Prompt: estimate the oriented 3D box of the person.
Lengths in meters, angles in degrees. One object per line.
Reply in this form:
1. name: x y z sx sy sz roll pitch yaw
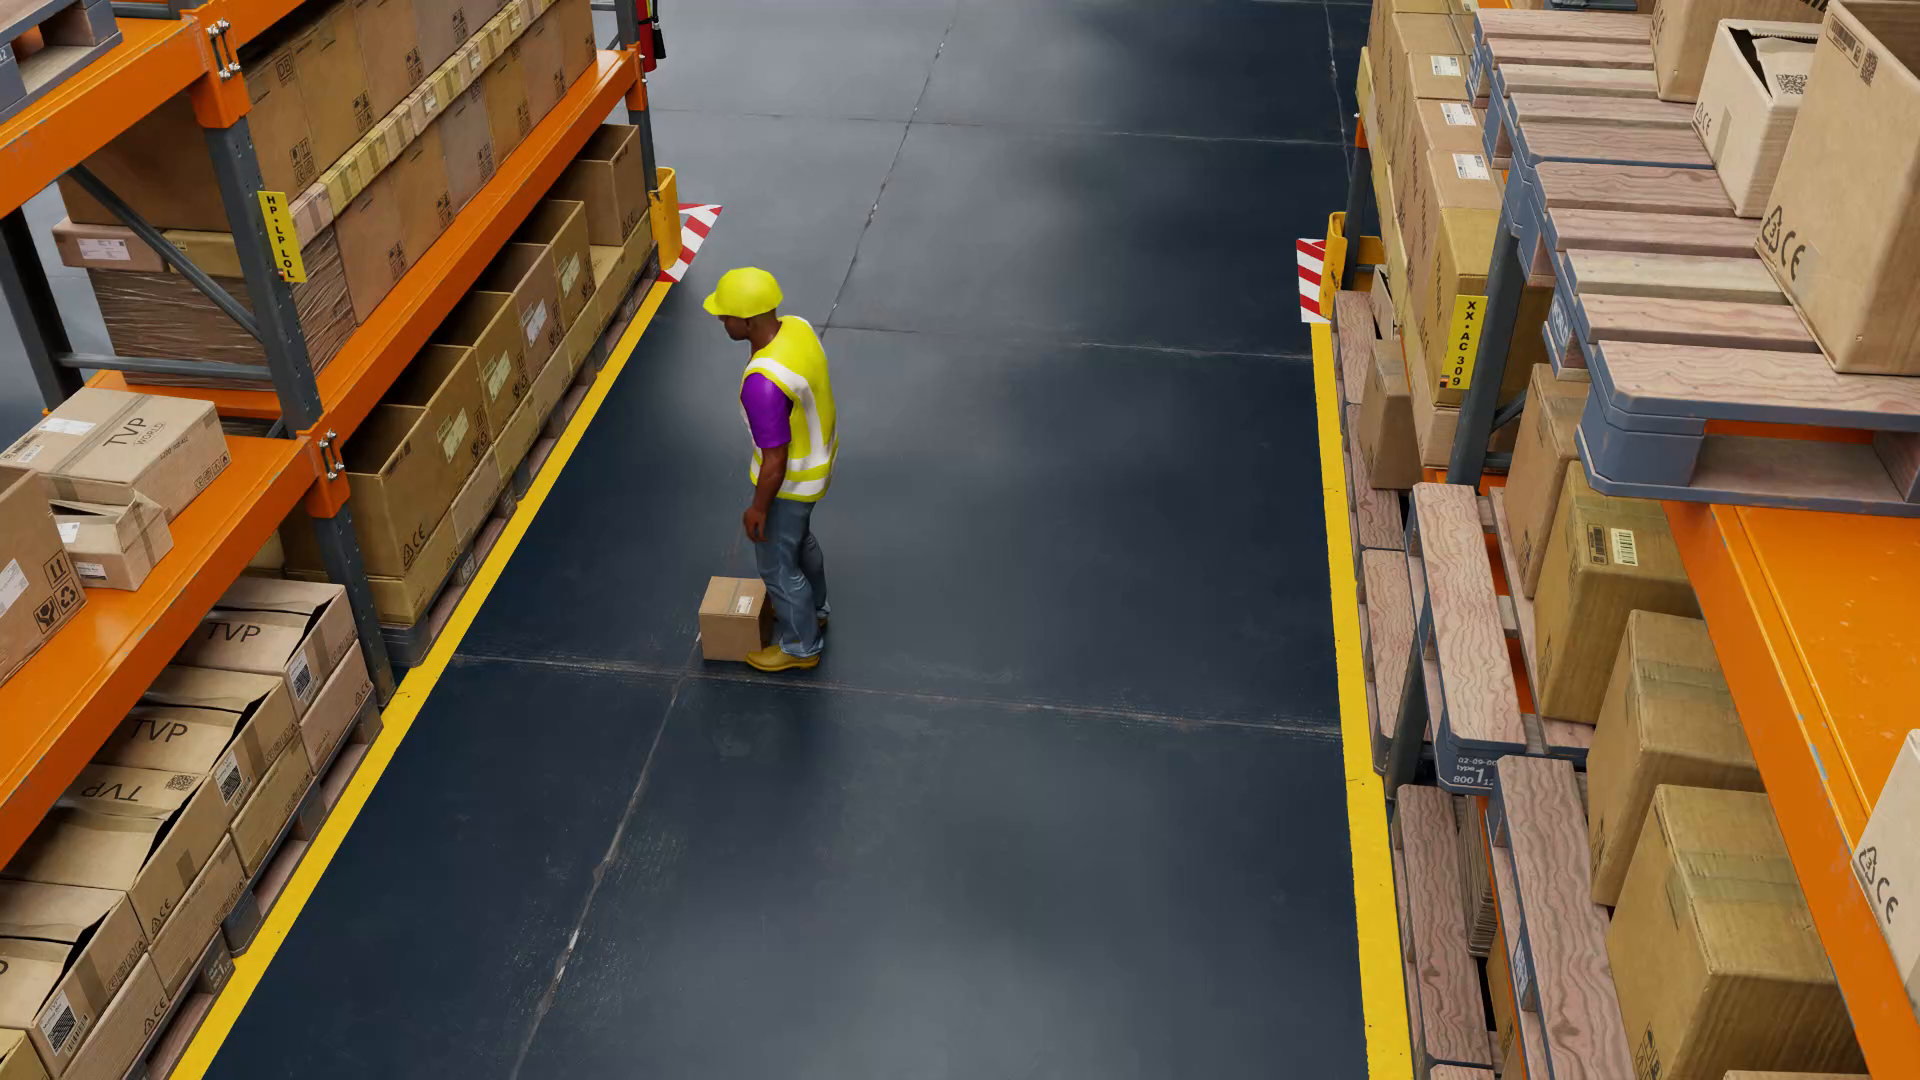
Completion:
1. person: -0.706 -0.271 6.505 0.456 1.761 0.627 5 36 6
